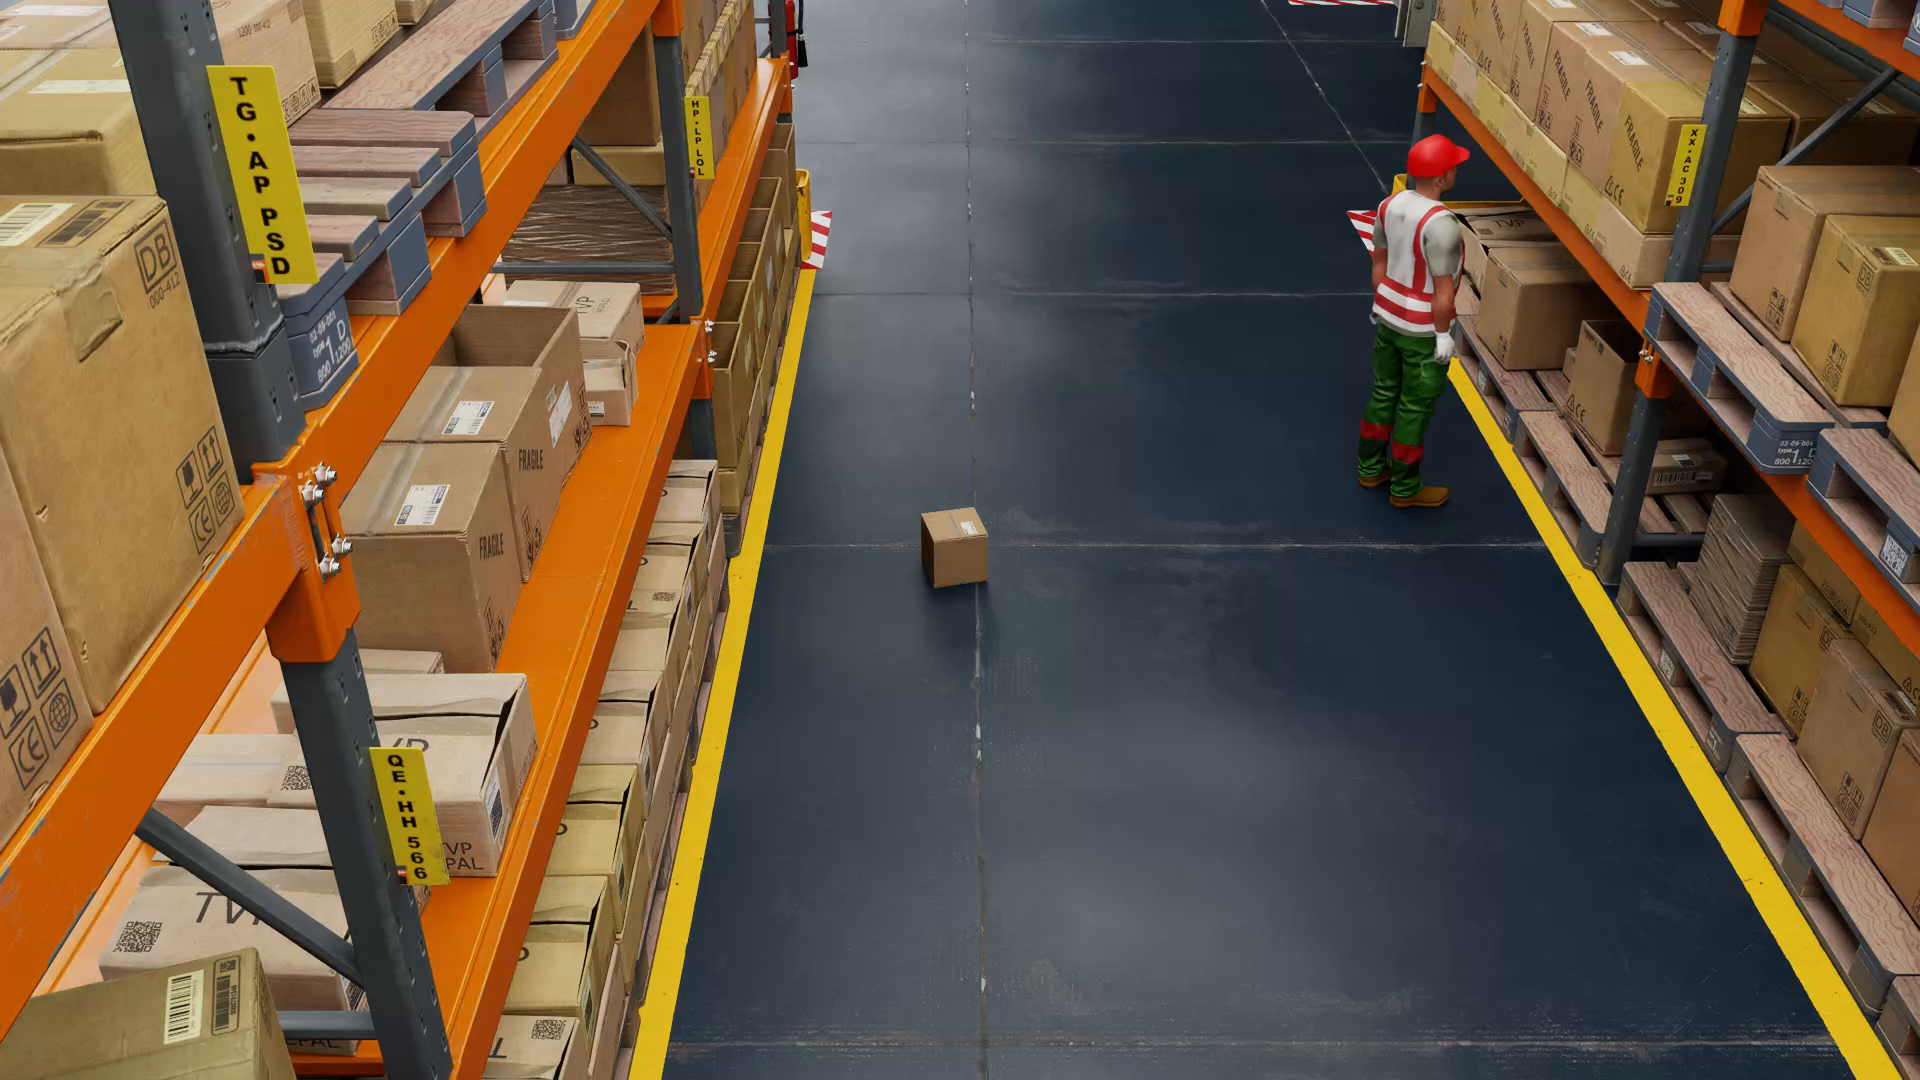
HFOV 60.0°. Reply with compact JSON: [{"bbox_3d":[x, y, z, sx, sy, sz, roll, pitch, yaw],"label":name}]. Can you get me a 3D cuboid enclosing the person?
[{"bbox_3d":[2.136,-1.021,7.788,0.369,1.795,0.534,-14,34,-22],"label":"person"}]
